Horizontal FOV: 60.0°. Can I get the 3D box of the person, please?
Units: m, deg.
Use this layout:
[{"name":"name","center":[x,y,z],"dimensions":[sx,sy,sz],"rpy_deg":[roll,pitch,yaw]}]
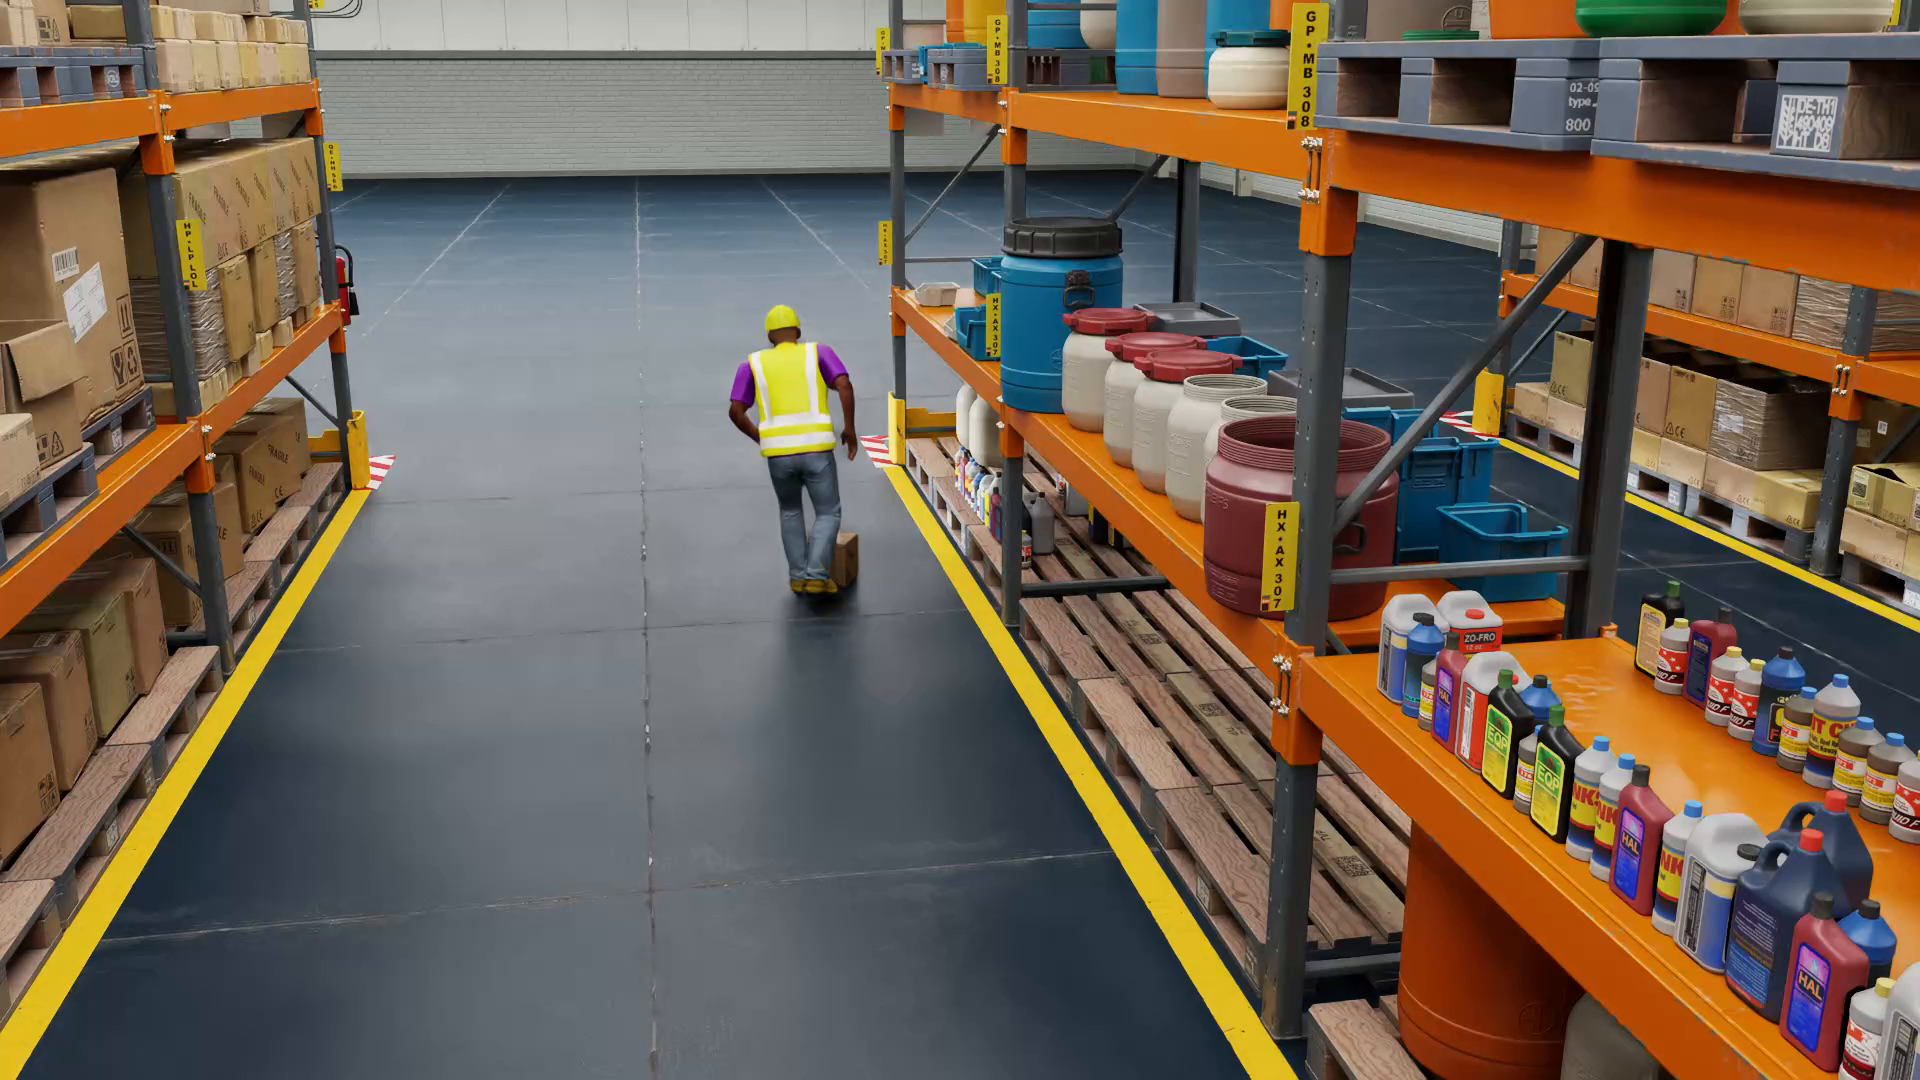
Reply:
[{"name":"person","center":[-0.941,-0.493,9.454],"dimensions":[0.725,1.621,0.870],"rpy_deg":[0,16,0]}]
